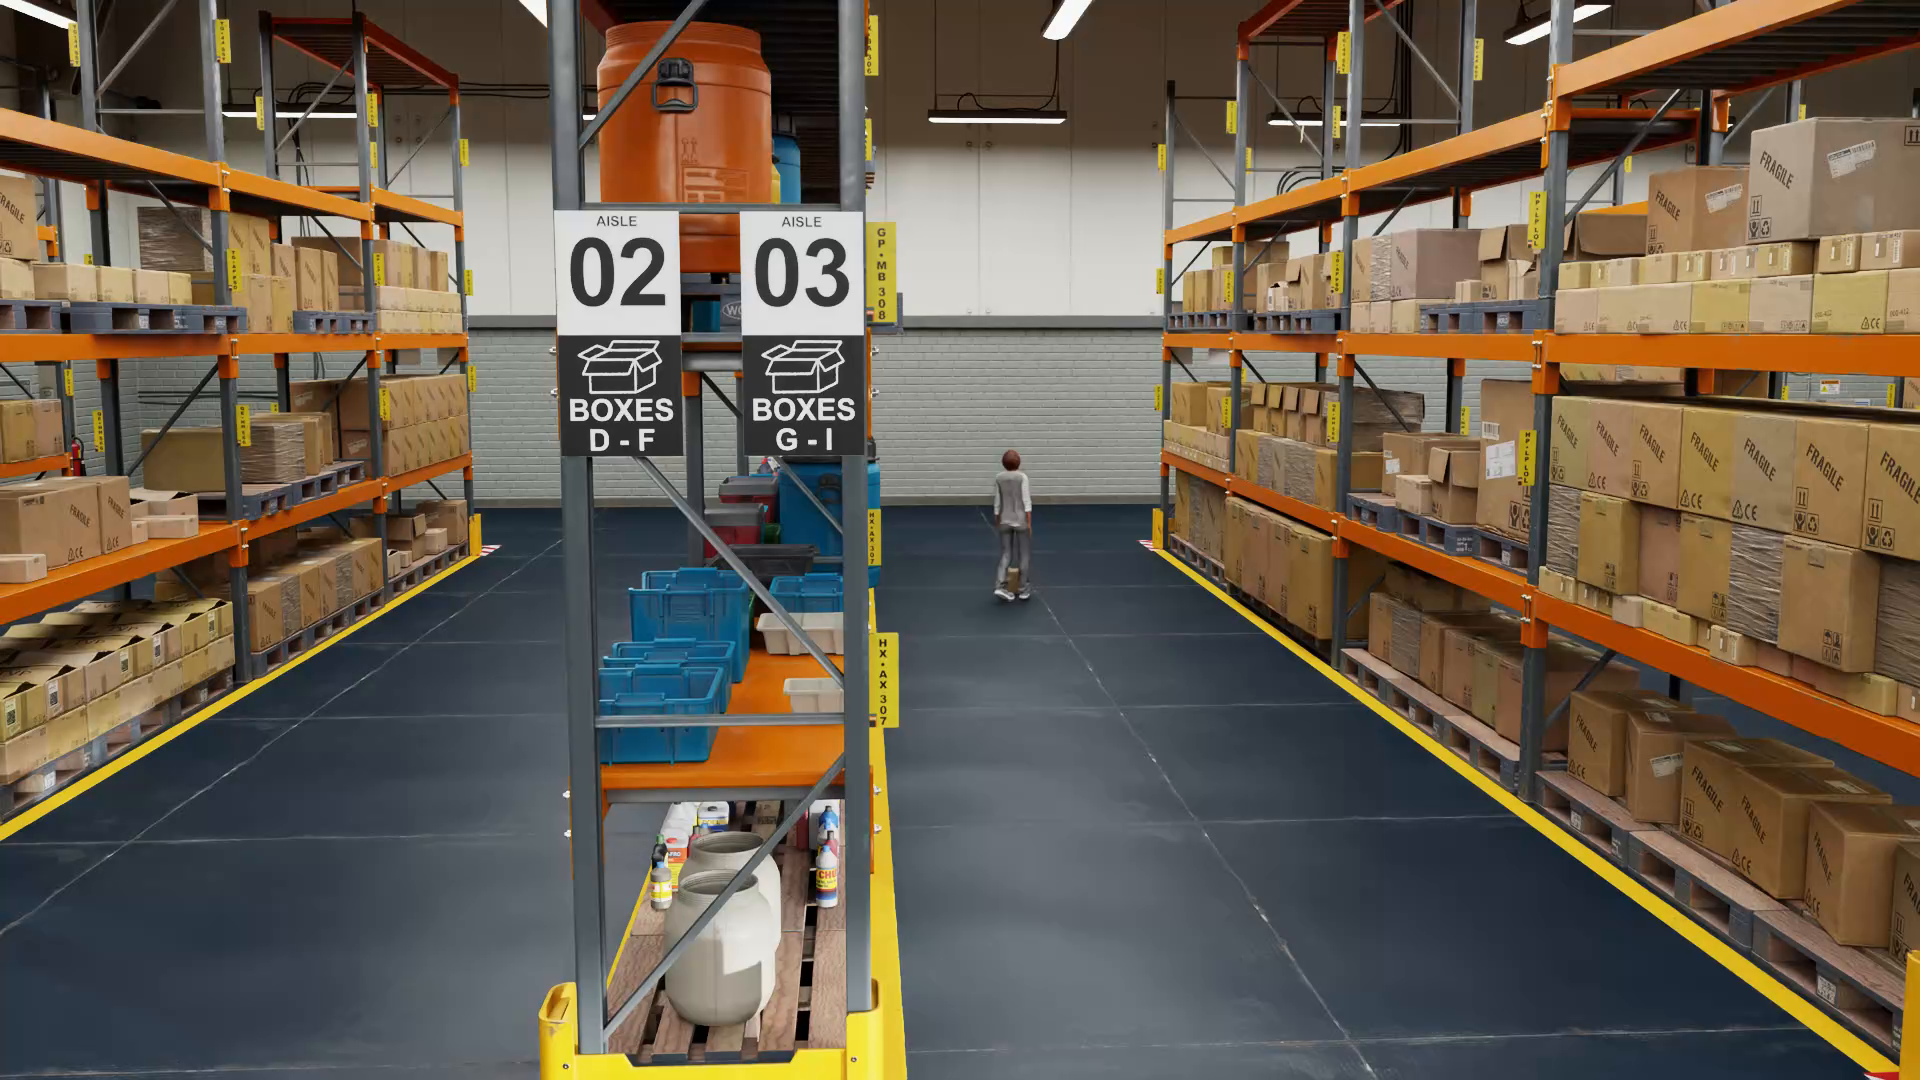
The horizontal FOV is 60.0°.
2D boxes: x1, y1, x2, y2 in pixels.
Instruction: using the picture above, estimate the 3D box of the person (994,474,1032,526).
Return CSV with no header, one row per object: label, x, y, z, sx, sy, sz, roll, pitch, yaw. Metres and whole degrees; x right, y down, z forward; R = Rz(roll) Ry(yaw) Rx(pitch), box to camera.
person,0.562,-0.433,17.500,0.427,0.547,0.266,3,8,19
